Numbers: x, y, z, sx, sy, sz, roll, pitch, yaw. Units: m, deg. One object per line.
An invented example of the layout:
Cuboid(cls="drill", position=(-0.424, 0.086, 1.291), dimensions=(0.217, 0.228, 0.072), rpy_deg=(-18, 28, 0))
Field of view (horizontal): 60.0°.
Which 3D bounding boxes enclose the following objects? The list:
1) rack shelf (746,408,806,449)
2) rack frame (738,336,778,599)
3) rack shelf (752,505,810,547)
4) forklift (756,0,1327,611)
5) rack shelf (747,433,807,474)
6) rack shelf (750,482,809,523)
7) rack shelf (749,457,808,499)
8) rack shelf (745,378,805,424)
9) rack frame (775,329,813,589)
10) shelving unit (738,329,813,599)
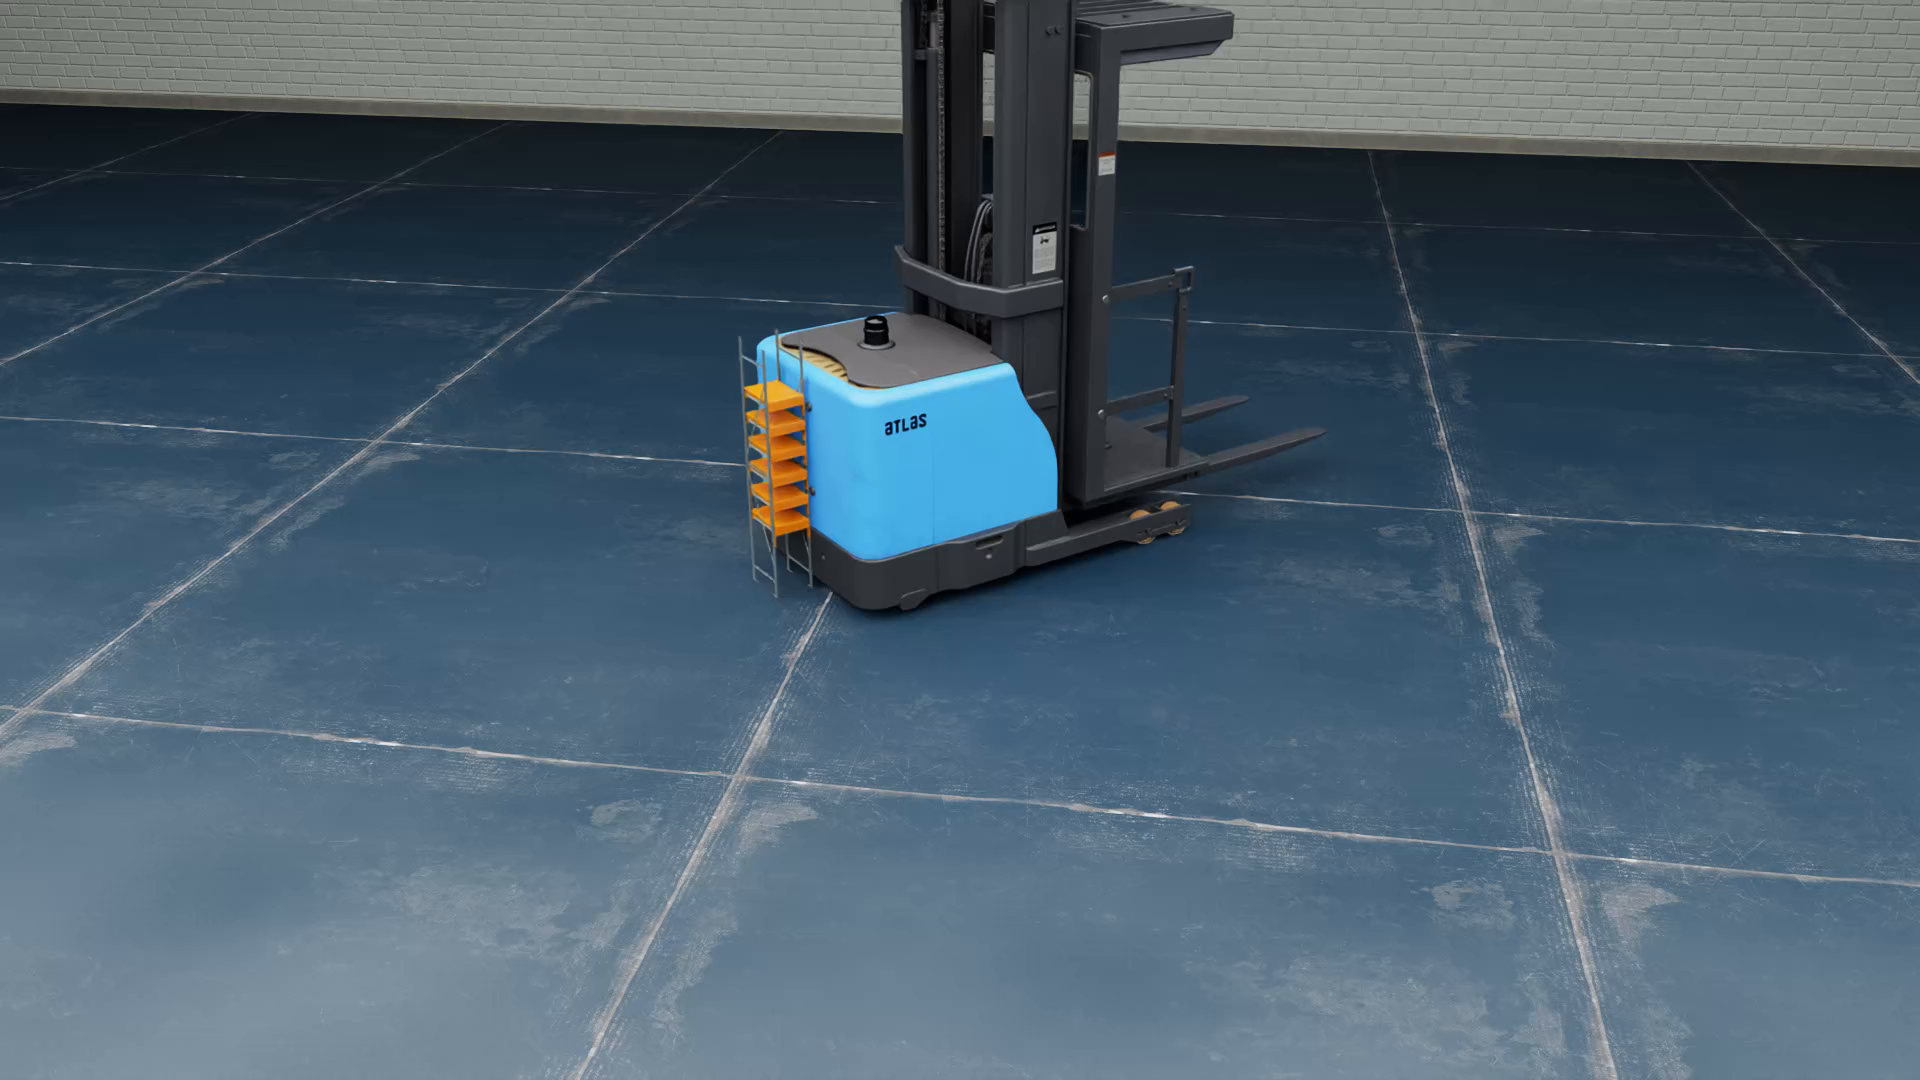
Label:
Cuboid(cls="rack shelf", position=(-0.833, -0.513, 7.468), dimensions=(0.180, 0.103, 0.258), rpy_deg=(-16, 29, -30))
Cuboid(cls="rack frame", position=(-0.909, -0.314, 7.505), dimensions=(0.006, 1.200, 0.240), rpy_deg=(-16, 29, -30))
Cuboid(cls="rack shelf", position=(-0.832, -0.078, 7.672), dimensions=(0.180, 0.103, 0.258), rpy_deg=(-16, 29, -30))
Cuboid(cls="forklift", position=(0.547, -1.475, 7.944), dimensions=(3.031, 2.935, 1.130), rpy_deg=(-16, 29, -30))
Cuboid(cls="rack shelf", position=(-0.833, -0.404, 7.519), dimensions=(0.180, 0.103, 0.258), rpy_deg=(-16, 29, -30))
Cuboid(cls="rack shelf", position=(-0.832, -0.187, 7.621), dimensions=(0.180, 0.103, 0.258), rpy_deg=(-16, 29, -30))
Cuboid(cls="rack shelf", position=(-0.833, -0.295, 7.570), dimensions=(0.180, 0.103, 0.258), rpy_deg=(-16, 29, -30))
Cuboid(cls="rack shelf", position=(-0.833, -0.621, 7.417), dimensions=(0.180, 0.103, 0.258), rpy_deg=(-16, 29, -30))
Cuboid(cls="rack frame", position=(-0.757, -0.357, 7.598), dimensions=(0.006, 1.200, 0.240), rpy_deg=(-16, 29, -30))
Cuboid(cls="shelving unit", position=(-0.833, -0.336, 7.551), dimensions=(0.189, 1.200, 0.258), rpy_deg=(-16, 29, -30))
